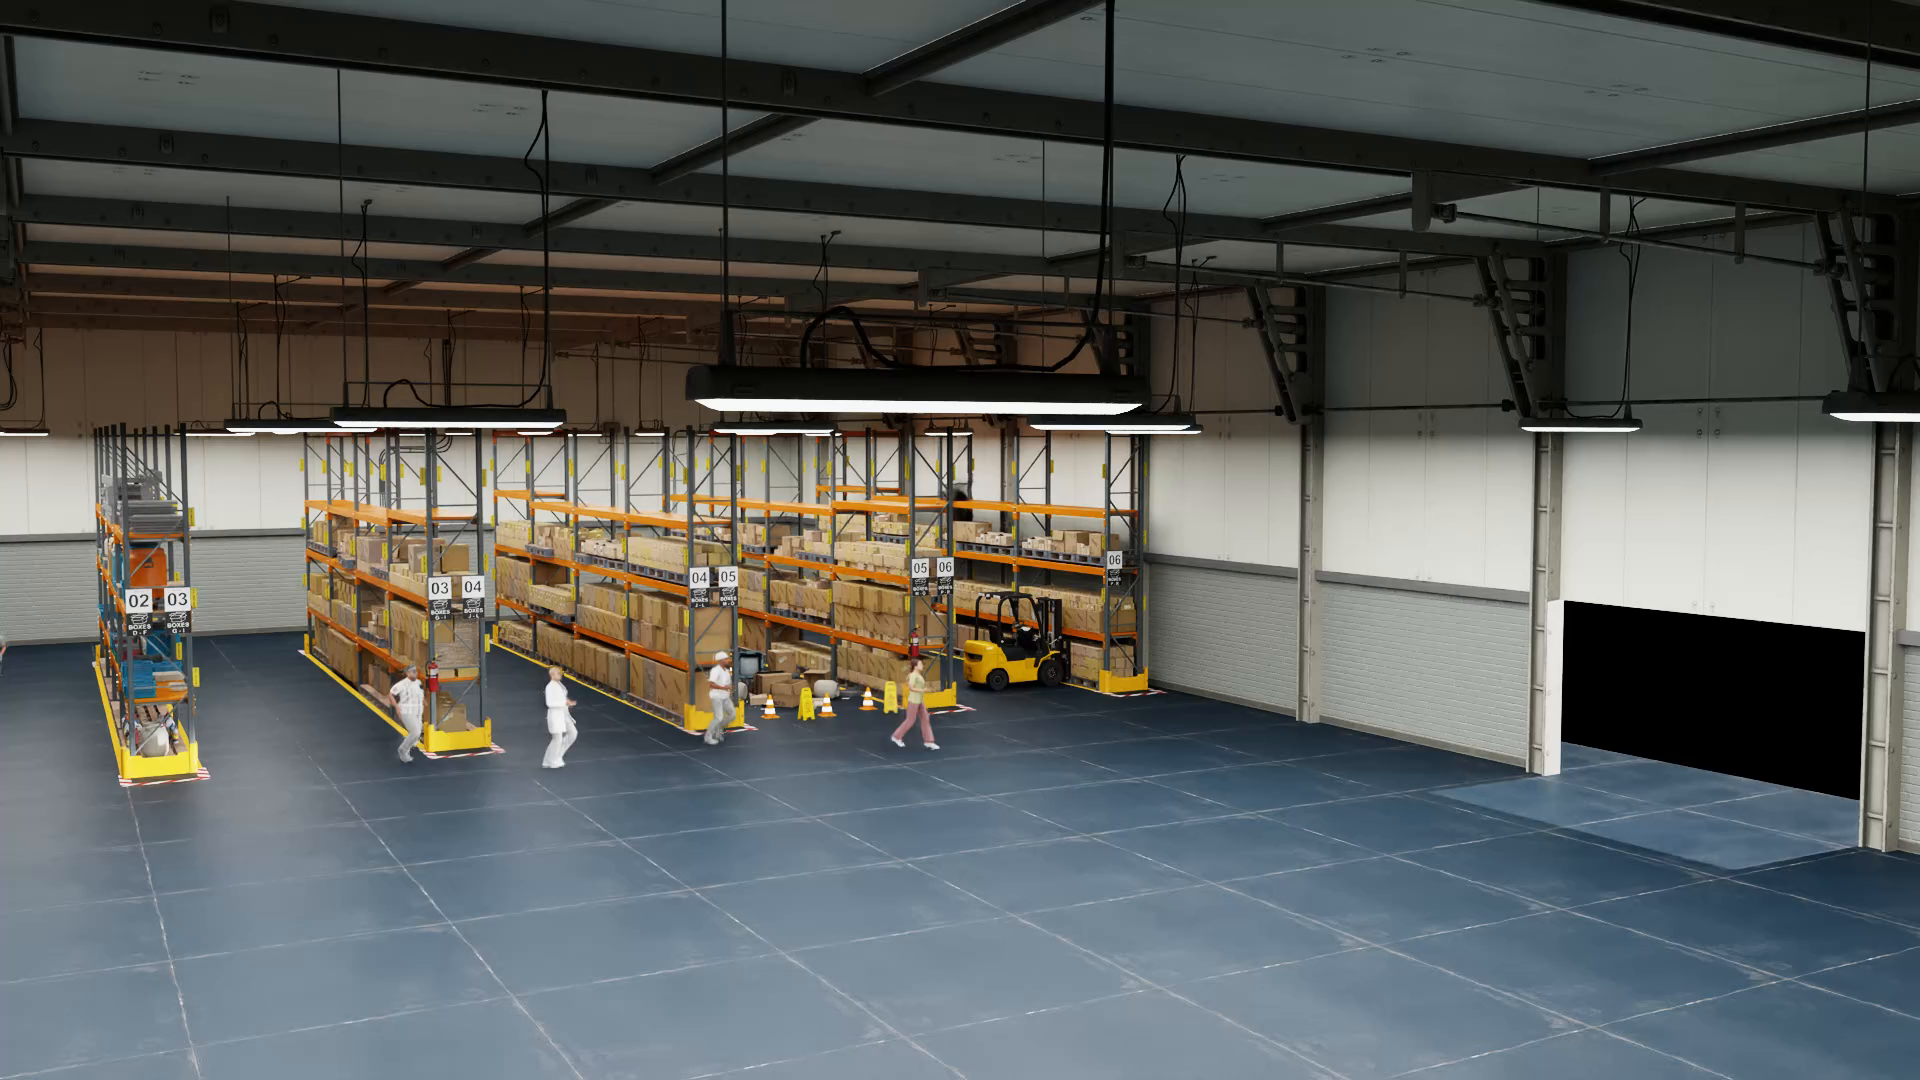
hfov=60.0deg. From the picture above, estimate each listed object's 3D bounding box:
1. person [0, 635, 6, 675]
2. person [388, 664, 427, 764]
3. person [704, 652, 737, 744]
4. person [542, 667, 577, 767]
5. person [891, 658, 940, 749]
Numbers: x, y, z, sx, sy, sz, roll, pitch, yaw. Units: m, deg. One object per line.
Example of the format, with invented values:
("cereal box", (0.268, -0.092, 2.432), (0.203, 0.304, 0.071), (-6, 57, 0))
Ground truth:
("person", (-21.217, 2.648, 36.377), (0.641, 1.745, 0.554), (-2, 4, -34))
("person", (-9.708, 3.066, 29.469), (0.628, 1.759, 0.653), (2, 4, 24))
("person", (-4.461, 2.968, 31.330), (0.627, 1.709, 0.705), (2, 4, 24))
("person", (-6.936, 3.095, 28.907), (0.686, 1.771, 0.689), (1, 4, 11))
("person", (-0.834, 3.016, 30.641), (0.917, 1.683, 0.566), (1, 4, 14))
